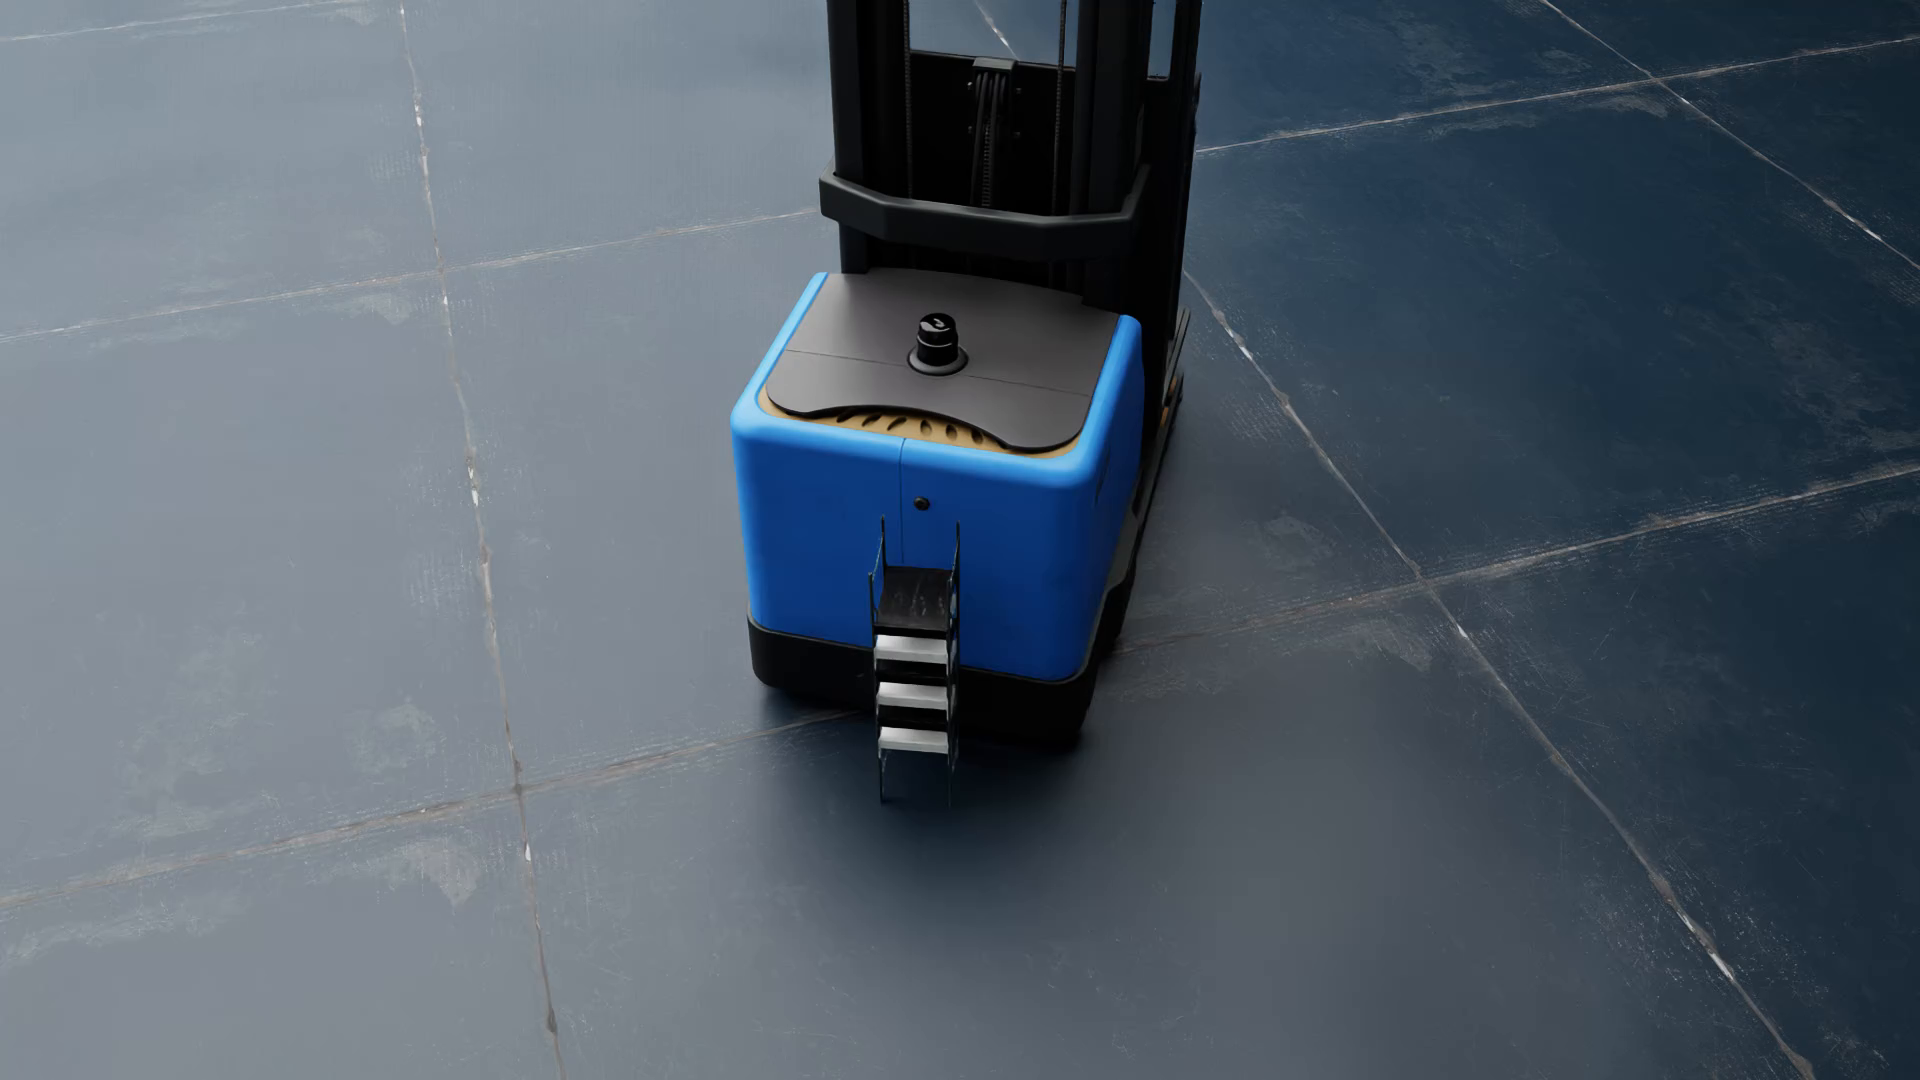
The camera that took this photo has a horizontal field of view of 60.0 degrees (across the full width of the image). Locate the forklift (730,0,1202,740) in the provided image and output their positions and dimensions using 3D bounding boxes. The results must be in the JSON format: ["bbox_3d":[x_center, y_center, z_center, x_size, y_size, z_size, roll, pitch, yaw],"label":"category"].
[{"bbox_3d":[0.218,-1.489,5.226,1.130,2.935,3.031,10,42,11],"label":"forklift"}]

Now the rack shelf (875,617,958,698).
[{"bbox_3d":[-0.118,0.315,4.619,0.200,0.077,0.258,4,41,5],"label":"rack shelf"}]

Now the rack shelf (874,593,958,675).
[{"bbox_3d":[-0.118,0.247,4.560,0.200,0.077,0.258,4,41,5],"label":"rack shelf"}]

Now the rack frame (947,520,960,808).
[{"bbox_3d":[-0.017,0.365,4.648,0.006,0.900,0.240,4,41,5],"label":"rack frame"}]

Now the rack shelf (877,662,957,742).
[{"bbox_3d":[-0.118,0.451,4.737,0.200,0.077,0.258,4,41,5],"label":"rack shelf"}]

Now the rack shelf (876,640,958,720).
[{"bbox_3d":[-0.118,0.383,4.678,0.200,0.077,0.258,4,41,5],"label":"rack shelf"}]

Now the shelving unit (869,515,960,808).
[{"bbox_3d":[-0.118,0.358,4.656,0.210,0.900,0.258,4,41,5],"label":"shelving unit"}]

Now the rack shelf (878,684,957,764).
[{"bbox_3d":[-0.118,0.519,4.797,0.200,0.077,0.258,4,41,5],"label":"rack shelf"}]

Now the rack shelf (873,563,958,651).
[{"bbox_3d":[-0.118,0.180,4.501,0.200,0.077,0.258,4,41,5],"label":"rack shelf"}]

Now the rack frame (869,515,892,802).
[{"bbox_3d":[-0.219,0.351,4.665,0.006,0.900,0.240,4,41,5],"label":"rack frame"}]
